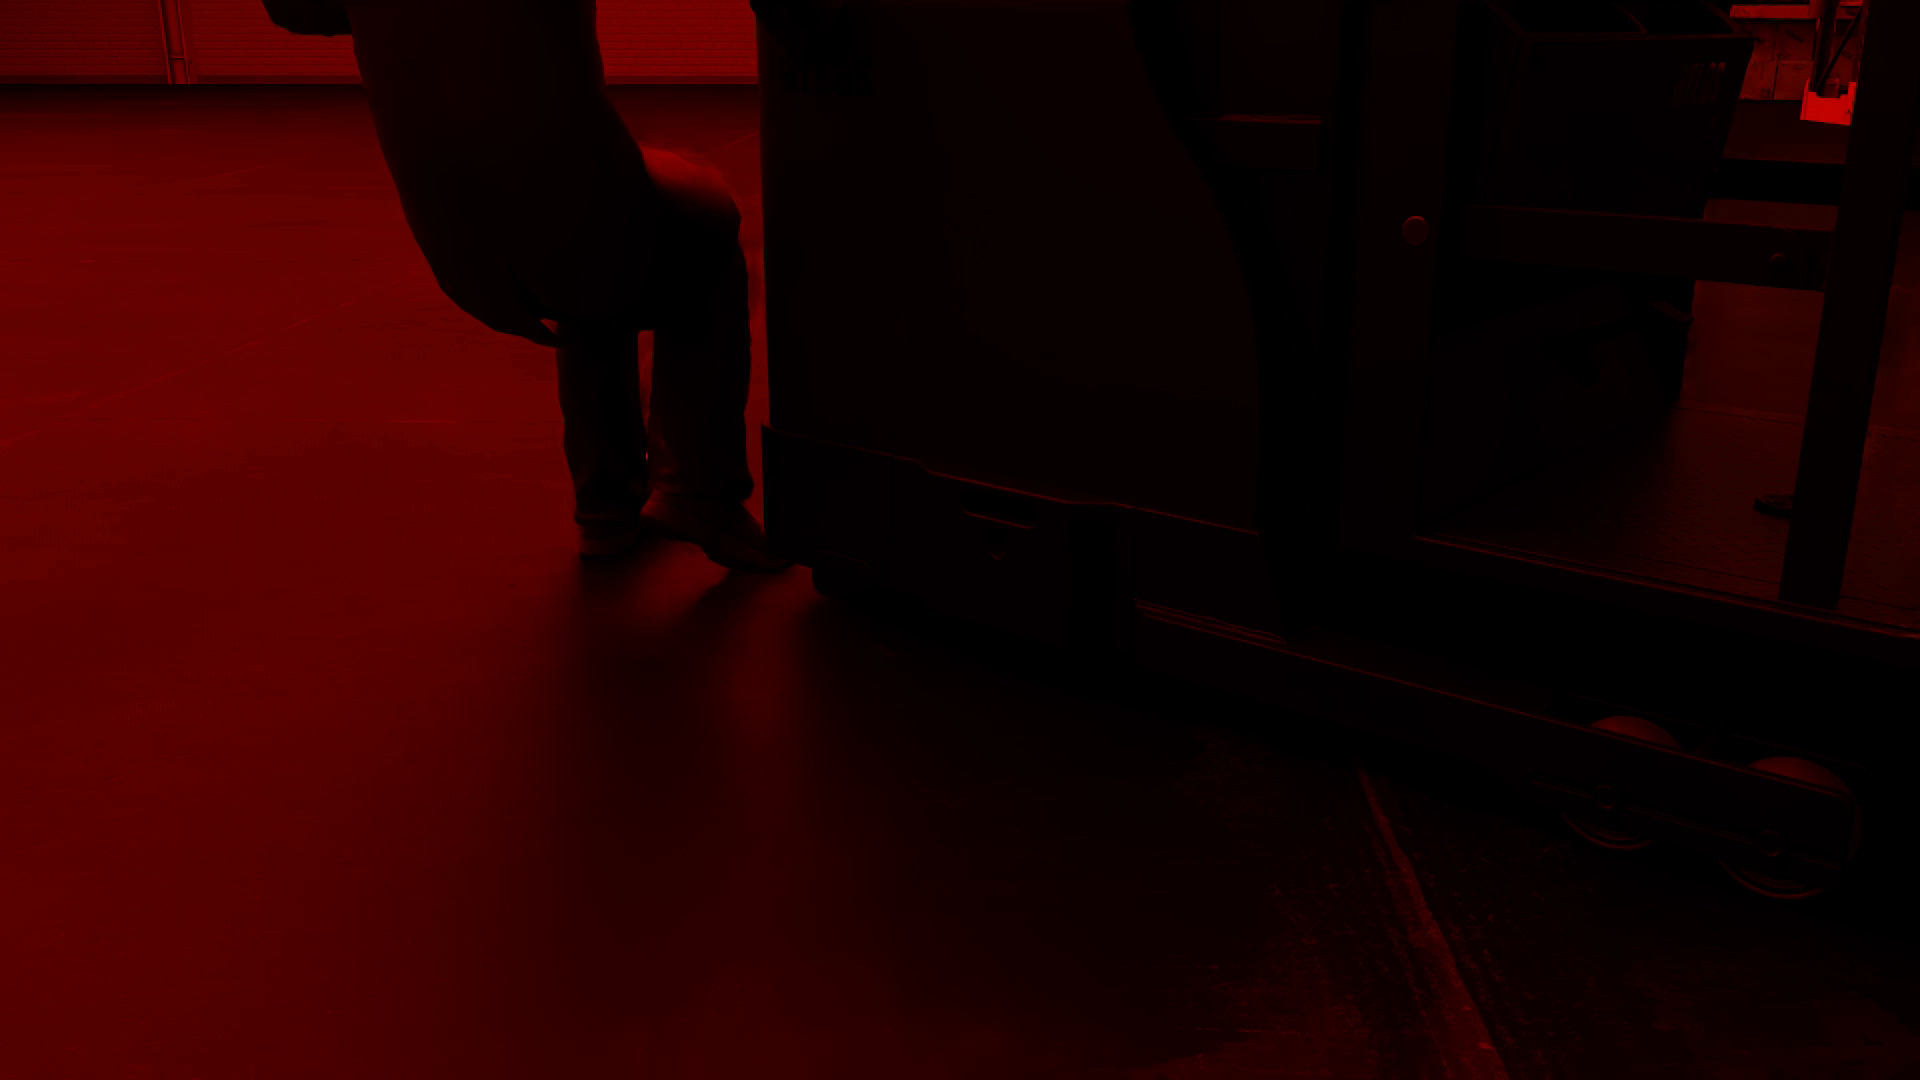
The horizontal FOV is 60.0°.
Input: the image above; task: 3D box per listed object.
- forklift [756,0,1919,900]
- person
[{"bbox_3d":[1.095,-1.147,2.123,3.031,2.935,1.130,14,22,38],"label":"forklift"},{"bbox_3d":[-0.655,-0.656,2.930,1.017,1.527,0.903,3,17,8],"label":"person"}]
